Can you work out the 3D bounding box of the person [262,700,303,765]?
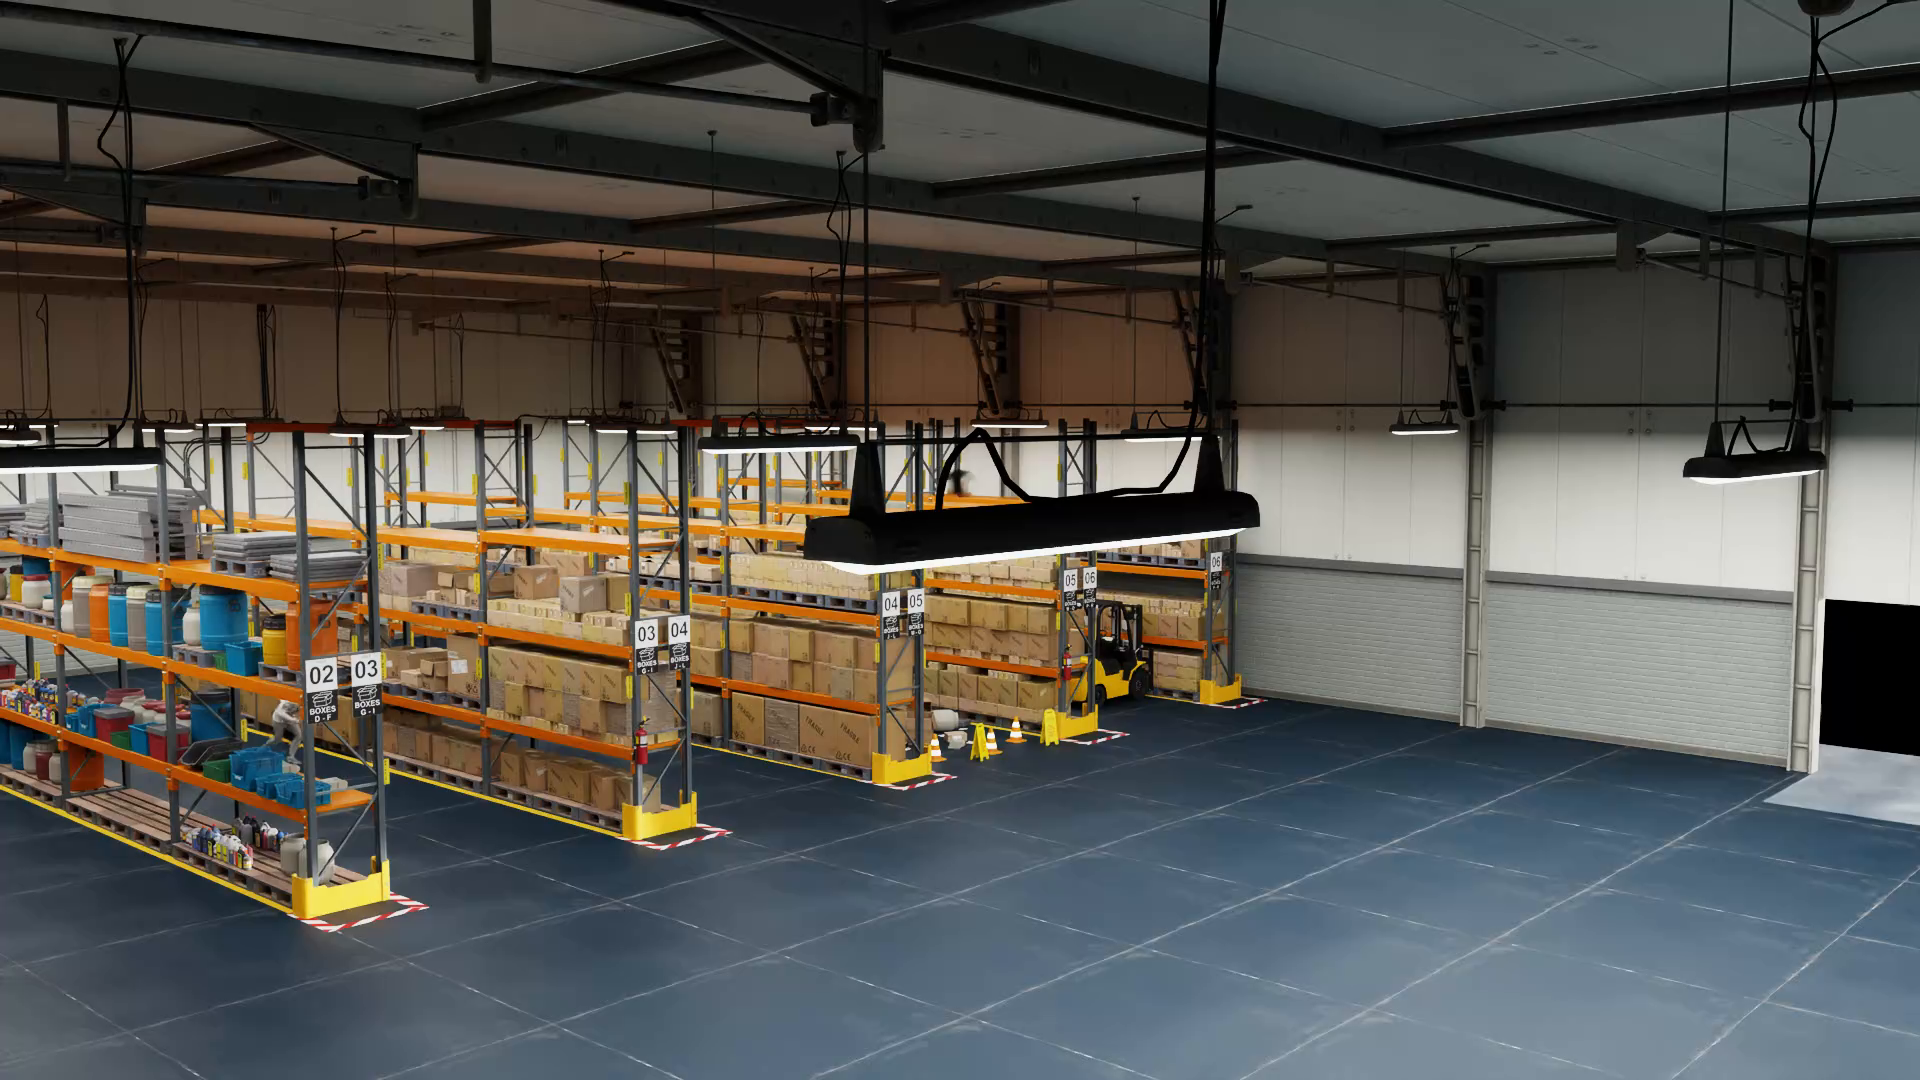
[{"bbox_3d":[-11.970,3.230,29.333,1.102,1.459,0.597,2,5,21],"label":"person"}]
